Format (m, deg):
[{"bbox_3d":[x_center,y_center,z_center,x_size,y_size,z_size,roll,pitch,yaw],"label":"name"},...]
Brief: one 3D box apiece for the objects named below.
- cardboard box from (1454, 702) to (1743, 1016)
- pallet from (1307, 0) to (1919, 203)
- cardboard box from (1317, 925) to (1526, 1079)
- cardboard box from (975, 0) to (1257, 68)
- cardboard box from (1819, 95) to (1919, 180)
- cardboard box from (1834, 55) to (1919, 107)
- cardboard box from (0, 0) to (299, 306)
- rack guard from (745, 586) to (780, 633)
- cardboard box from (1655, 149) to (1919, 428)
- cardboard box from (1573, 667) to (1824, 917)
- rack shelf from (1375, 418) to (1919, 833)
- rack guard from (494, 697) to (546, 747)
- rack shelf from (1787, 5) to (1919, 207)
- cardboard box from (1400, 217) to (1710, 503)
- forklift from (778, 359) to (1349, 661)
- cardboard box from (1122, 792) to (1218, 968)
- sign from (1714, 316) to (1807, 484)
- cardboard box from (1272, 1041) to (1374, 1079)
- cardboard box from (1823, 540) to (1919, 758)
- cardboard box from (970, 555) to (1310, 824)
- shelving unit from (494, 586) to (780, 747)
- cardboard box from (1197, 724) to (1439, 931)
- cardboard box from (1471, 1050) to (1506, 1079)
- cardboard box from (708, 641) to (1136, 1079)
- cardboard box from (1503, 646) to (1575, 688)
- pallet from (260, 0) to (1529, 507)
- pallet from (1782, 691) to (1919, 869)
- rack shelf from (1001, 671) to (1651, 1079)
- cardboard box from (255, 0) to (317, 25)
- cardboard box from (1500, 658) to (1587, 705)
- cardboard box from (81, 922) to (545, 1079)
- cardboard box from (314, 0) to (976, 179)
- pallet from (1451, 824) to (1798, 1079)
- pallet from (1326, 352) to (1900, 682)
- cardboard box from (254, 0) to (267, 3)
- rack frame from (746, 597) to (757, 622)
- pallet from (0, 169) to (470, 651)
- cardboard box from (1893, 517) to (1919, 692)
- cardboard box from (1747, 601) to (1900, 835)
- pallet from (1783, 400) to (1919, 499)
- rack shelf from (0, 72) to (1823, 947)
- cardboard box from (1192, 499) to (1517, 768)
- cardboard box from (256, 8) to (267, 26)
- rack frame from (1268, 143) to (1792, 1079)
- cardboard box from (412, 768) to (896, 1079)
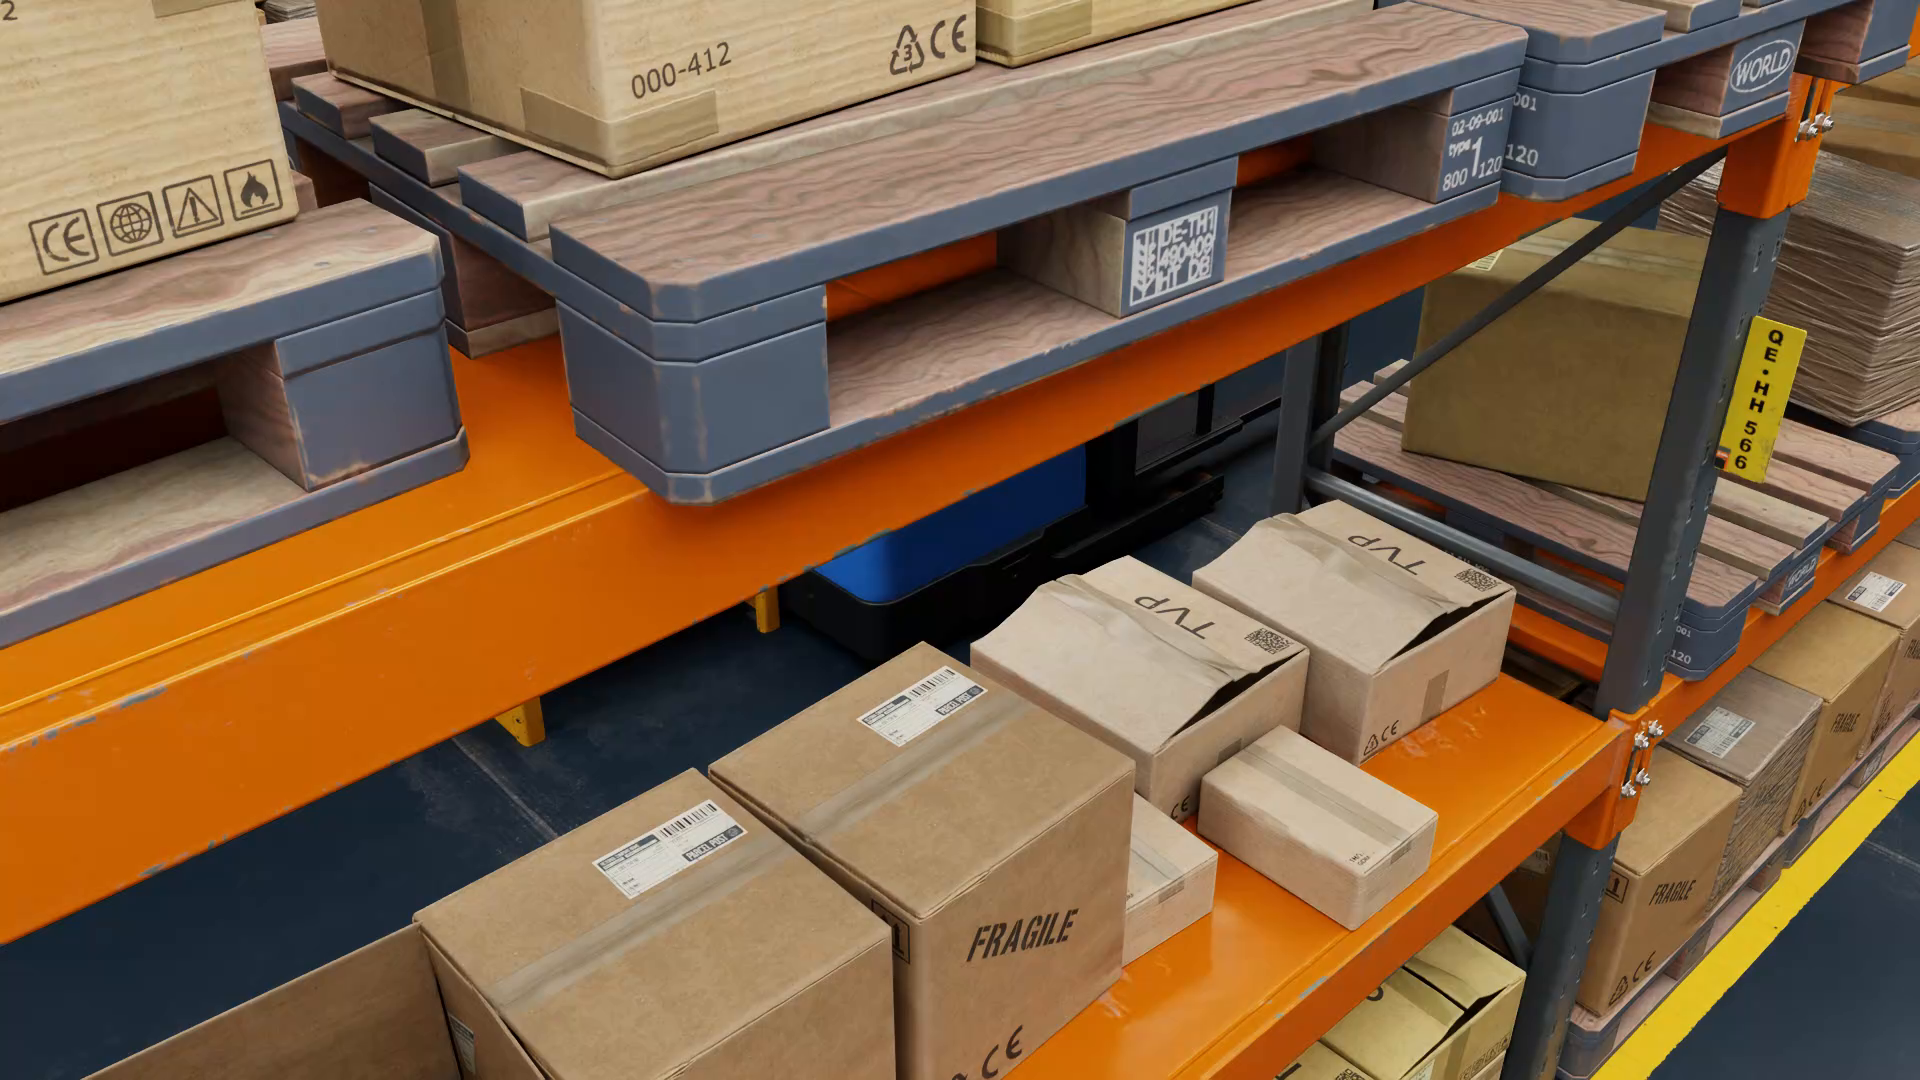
[{"bbox_3d":[1.686,0.843,4.471,0.500,0.500,0.500,-24,39,-34],"label":"cardboard box"},{"bbox_3d":[0.721,-0.908,2.666,1.003,0.211,1.213,-24,39,-33],"label":"pallet"},{"bbox_3d":[0.941,1.051,3.852,0.500,0.311,0.500,-25,39,-34],"label":"cardboard box"},{"bbox_3d":[0.064,-0.805,2.057,0.500,0.250,0.500,-27,40,-36],"label":"cardboard box"},{"bbox_3d":[2.837,-0.974,4.970,0.700,0.500,0.500,18,36,27],"label":"cardboard box"},{"bbox_3d":[3.130,-1.274,5.460,0.500,0.500,0.700,-19,36,-28],"label":"cardboard box"},{"bbox_3d":[-0.916,-0.371,1.347,0.500,0.250,0.500,25,39,34],"label":"cardboard box"},{"bbox_3d":[-0.892,0.117,6.318,0.087,0.250,0.587,-26,40,-35],"label":"rack guard"},{"bbox_3d":[2.343,-0.724,4.560,0.500,0.500,0.700,-18,36,-27],"label":"cardboard box"},{"bbox_3d":[2.066,0.655,4.778,0.500,0.500,0.500,-27,41,-37],"label":"cardboard box"},{"bbox_3d":[2.624,-0.387,5.196,4.000,0.370,1.077,-26,40,-35],"label":"rack shelf"},{"bbox_3d":[-1.627,0.468,5.745,0.087,0.250,0.587,-26,40,-35],"label":"rack guard"},{"bbox_3d":[2.624,-1.666,4.414,4.000,0.370,1.077,-26,40,-35],"label":"rack shelf"},{"bbox_3d":[1.543,-0.472,4.149,0.700,0.500,0.500,15,35,23],"label":"cardboard box"},{"bbox_3d":[0.461,-1.475,6.352,3.031,2.935,1.130,-26,40,-36],"label":"forklift"},{"bbox_3d":[0.261,0.597,3.139,0.250,0.149,0.380,-23,38,-32],"label":"cardboard box"},{"bbox_3d":[1.538,-0.267,3.201,0.005,0.325,0.100,-26,40,-35],"label":"sign"},{"bbox_3d":[0.565,1.237,3.547,0.500,0.311,0.500,-27,40,-36],"label":"cardboard box"},{"bbox_3d":[2.816,0.292,5.372,0.500,0.500,0.500,-27,41,-37],"label":"cardboard box"},{"bbox_3d":[0.370,0.297,3.474,0.500,0.311,0.500,-26,40,-36],"label":"cardboard box"},{"bbox_3d":[-1.259,-0.240,5.706,1.083,1.500,0.587,-26,40,-35],"label":"shelving unit"},{"bbox_3d":[0.686,0.548,3.220,0.250,0.149,0.380,-26,40,-35],"label":"cardboard box"},{"bbox_3d":[0.938,1.290,3.999,0.500,0.250,0.500,-25,39,-34],"label":"cardboard box"},{"bbox_3d":[-0.061,0.575,2.839,0.500,0.500,0.500,27,40,36],"label":"cardboard box"},{"bbox_3d":[1.722,0.132,4.915,0.500,0.250,0.500,-24,39,-34],"label":"cardboard box"},{"bbox_3d":[-0.097,-0.511,2.015,1.213,0.211,1.003,-24,39,-33],"label":"pallet"},{"bbox_3d":[2.625,0.525,5.690,1.213,0.211,1.003,-26,40,-35],"label":"pallet"},{"bbox_3d":[-0.309,1.032,2.876,4.000,0.370,1.077,-26,40,-35],"label":"rack shelf"},{"bbox_3d":[-2.551,-1.938,6.526,0.700,0.500,0.500,24,39,34],"label":"cardboard box"},{"bbox_3d":[1.684,0.473,5.075,0.500,0.500,0.500,-24,39,-34],"label":"cardboard box"},{"bbox_3d":[-0.815,0.939,2.243,0.500,0.500,0.500,-23,38,-32],"label":"cardboard box"},{"bbox_3d":[-0.332,-0.615,1.746,0.500,0.250,0.500,25,40,35],"label":"cardboard box"},{"bbox_3d":[1.731,0.955,4.986,1.213,0.211,1.003,-26,40,-35],"label":"pallet"},{"bbox_3d":[1.607,-0.170,4.336,1.003,0.211,1.213,-26,40,-35],"label":"pallet"},{"bbox_3d":[-2.671,-2.131,6.221,0.380,0.149,0.250,22,38,31],"label":"cardboard box"},{"bbox_3d":[-0.891,-0.416,5.993,0.032,1.500,0.500,-26,40,-35],"label":"rack frame"},{"bbox_3d":[-1.137,-0.081,1.316,0.805,0.209,1.217,27,41,37],"label":"pallet"},{"bbox_3d":[3.188,0.110,5.669,0.500,0.500,0.500,-25,39,-35],"label":"cardboard box"},{"bbox_3d":[2.437,0.479,5.066,0.500,0.500,0.500,-26,40,-36],"label":"cardboard box"},{"bbox_3d":[2.581,-0.594,5.030,1.213,0.211,1.003,-26,40,-35],"label":"pallet"},{"bbox_3d":[-0.309,-0.247,2.094,4.000,0.370,1.077,-26,40,-35],"label":"rack shelf"},{"bbox_3d":[0.861,0.166,3.688,0.500,0.311,0.500,-23,38,-33],"label":"cardboard box"},{"bbox_3d":[-2.942,-1.729,6.185,0.700,0.500,0.500,25,39,35],"label":"cardboard box"},{"bbox_3d":[1.158,0.016,3.849,0.127,3.000,1.000,-26,40,-35],"label":"rack frame"},{"bbox_3d":[-0.447,0.761,2.534,0.500,0.500,0.500,-26,40,-35],"label":"cardboard box"}]
